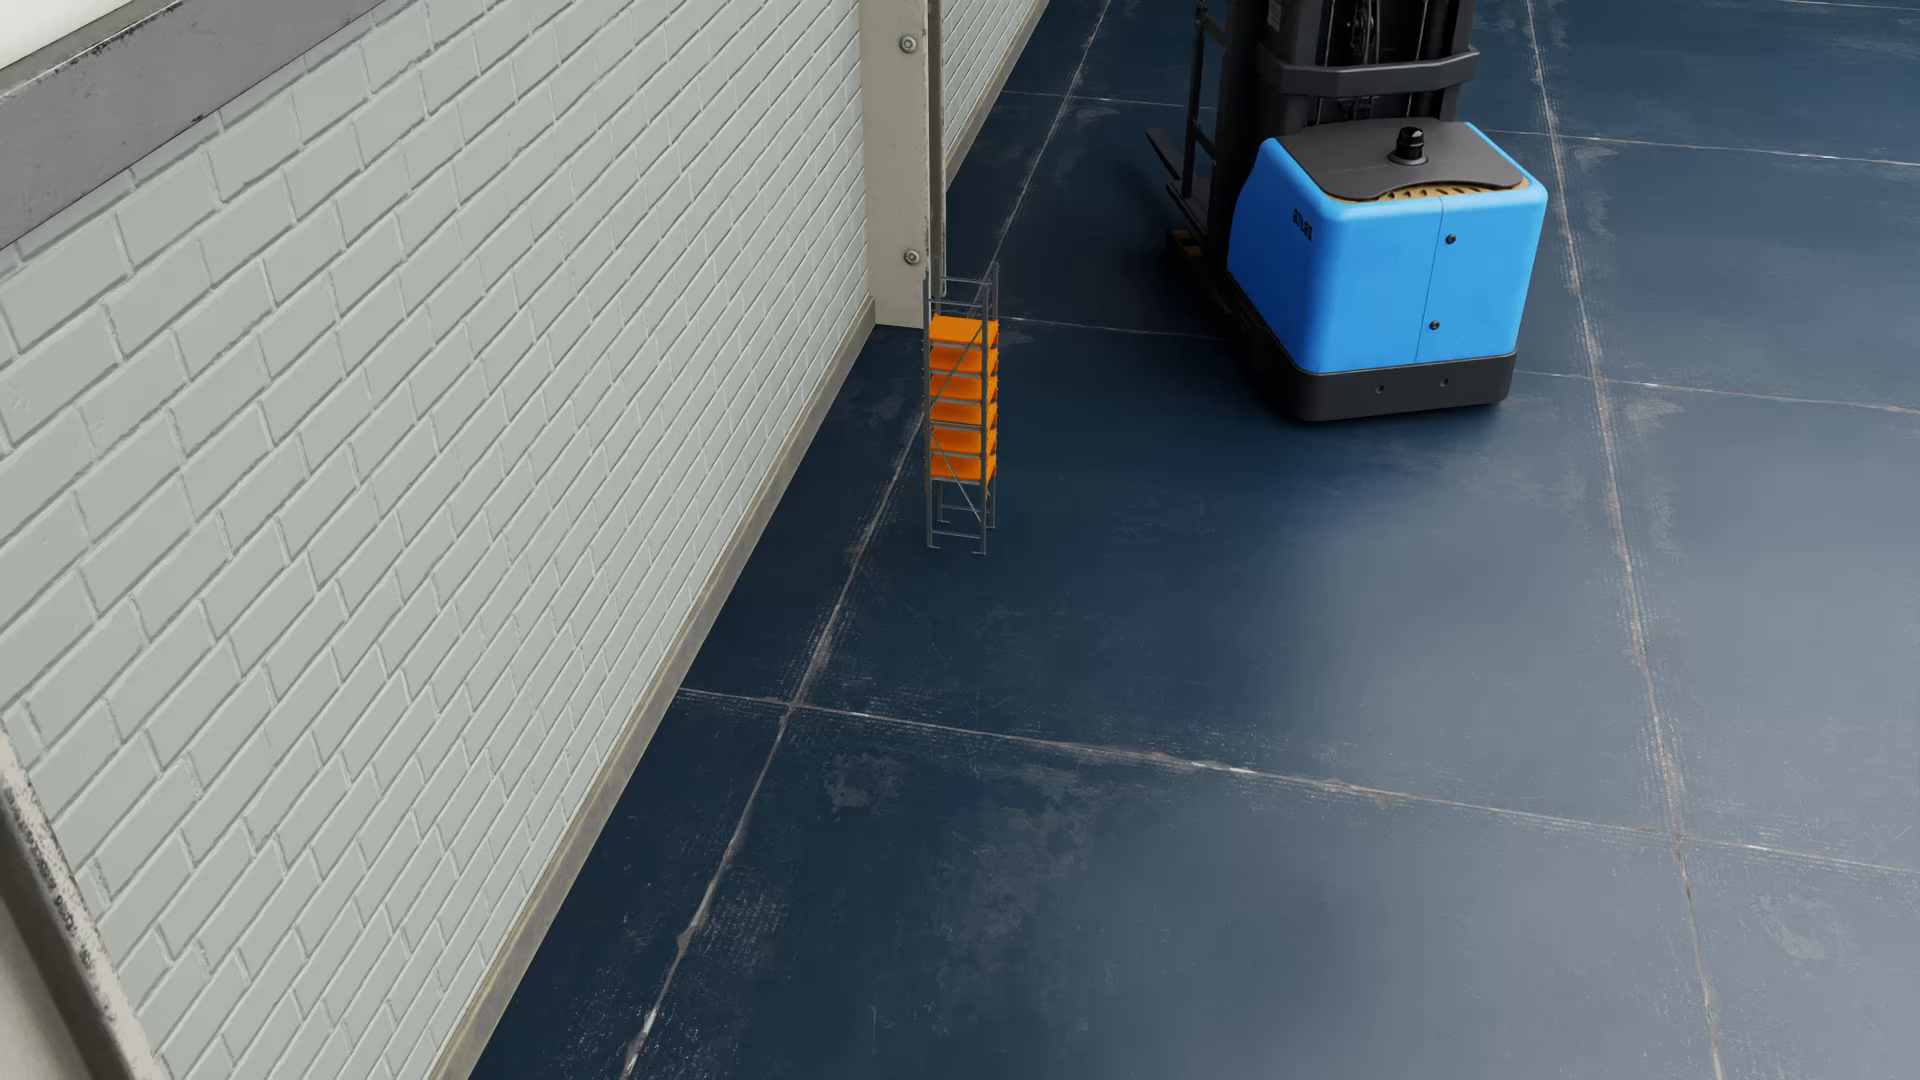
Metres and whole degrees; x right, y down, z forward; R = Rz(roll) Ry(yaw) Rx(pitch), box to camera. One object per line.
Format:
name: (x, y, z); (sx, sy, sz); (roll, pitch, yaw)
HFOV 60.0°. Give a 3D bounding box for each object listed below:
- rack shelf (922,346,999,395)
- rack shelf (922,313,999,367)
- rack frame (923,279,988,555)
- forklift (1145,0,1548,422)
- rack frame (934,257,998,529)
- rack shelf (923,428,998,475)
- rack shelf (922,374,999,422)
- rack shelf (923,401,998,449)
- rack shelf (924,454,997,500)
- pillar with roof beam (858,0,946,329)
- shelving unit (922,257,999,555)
rack shelf: (0.003, -0.652, 6.295); (0.258, 0.103, 0.180); (7, 37, 10)
rack shelf: (0.003, -0.750, 6.224); (0.258, 0.103, 0.180); (7, 37, 10)
rack frame: (-0.016, -0.442, 6.337); (0.240, 1.200, 0.006); (7, 37, 10)
forklift: (1.702, -2.571, 7.800); (1.130, 2.935, 3.031); (-7, 36, -9)
rack frame: (0.023, -0.547, 6.482); (0.240, 1.200, 0.006); (7, 37, 10)
rack shelf: (0.003, -0.361, 6.506); (0.258, 0.103, 0.180); (7, 37, 10)
rack shelf: (0.003, -0.555, 6.365); (0.258, 0.103, 0.180); (7, 37, 10)
rack shelf: (0.003, -0.458, 6.435); (0.258, 0.103, 0.180); (7, 37, 10)
rack shelf: (0.003, -0.264, 6.576); (0.258, 0.103, 0.180); (7, 37, 10)
pillar with roof beam: (3.944, -4.275, 4.980); (9.100, 9.000, 0.400); (7, 37, 10)
shelving unit: (0.003, -0.494, 6.409); (0.258, 1.200, 0.189); (7, 37, 10)
